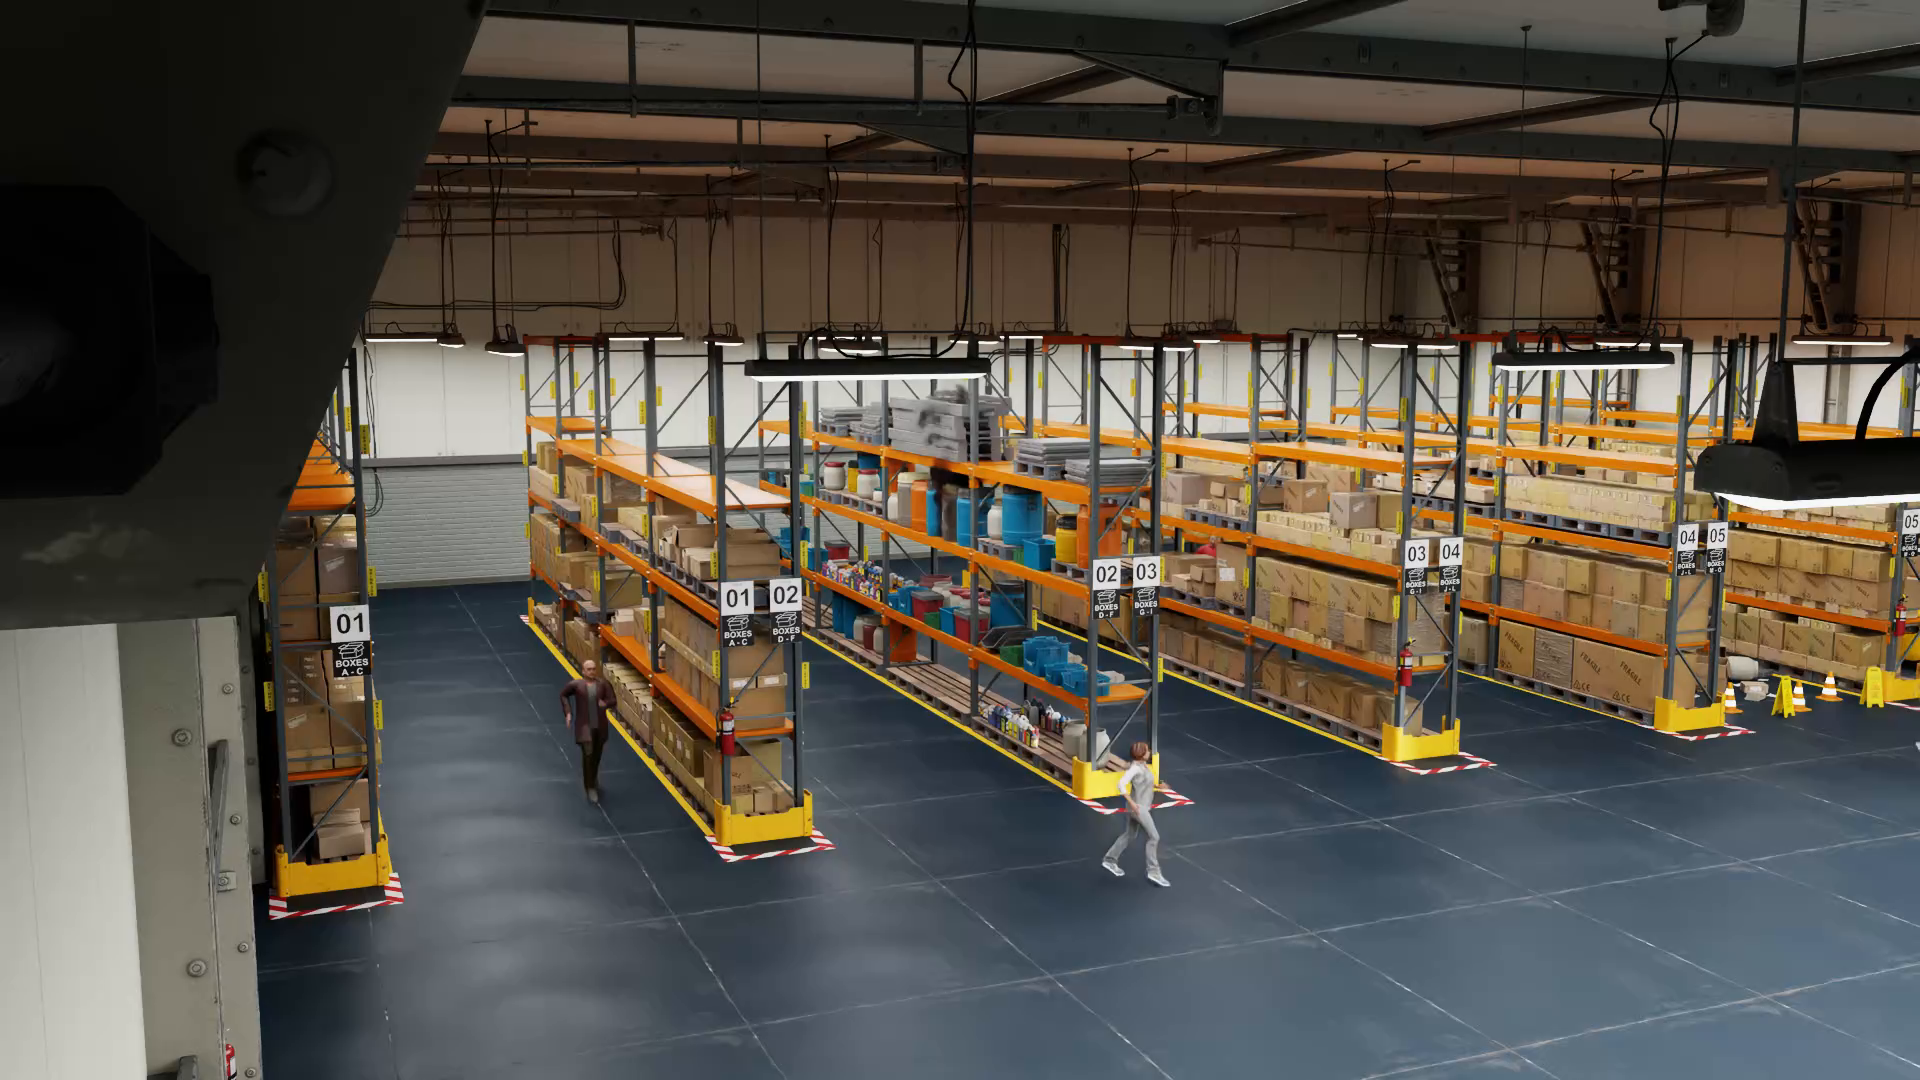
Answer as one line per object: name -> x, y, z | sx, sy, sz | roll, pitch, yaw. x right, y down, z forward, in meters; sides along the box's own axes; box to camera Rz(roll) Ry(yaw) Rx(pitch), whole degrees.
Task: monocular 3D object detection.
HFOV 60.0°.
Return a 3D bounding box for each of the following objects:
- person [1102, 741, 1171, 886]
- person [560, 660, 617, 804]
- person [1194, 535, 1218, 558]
person -> 1.982, 3.058, 18.667 | 0.759, 1.626, 0.517 | 1, 8, 6
person -> -4.917, 2.503, 22.151 | 0.677, 1.835, 0.909 | -4, 9, -28
person -> 5.399, 0.757, 35.622 | 0.633, 1.796, 0.776 | -3, 8, -23
